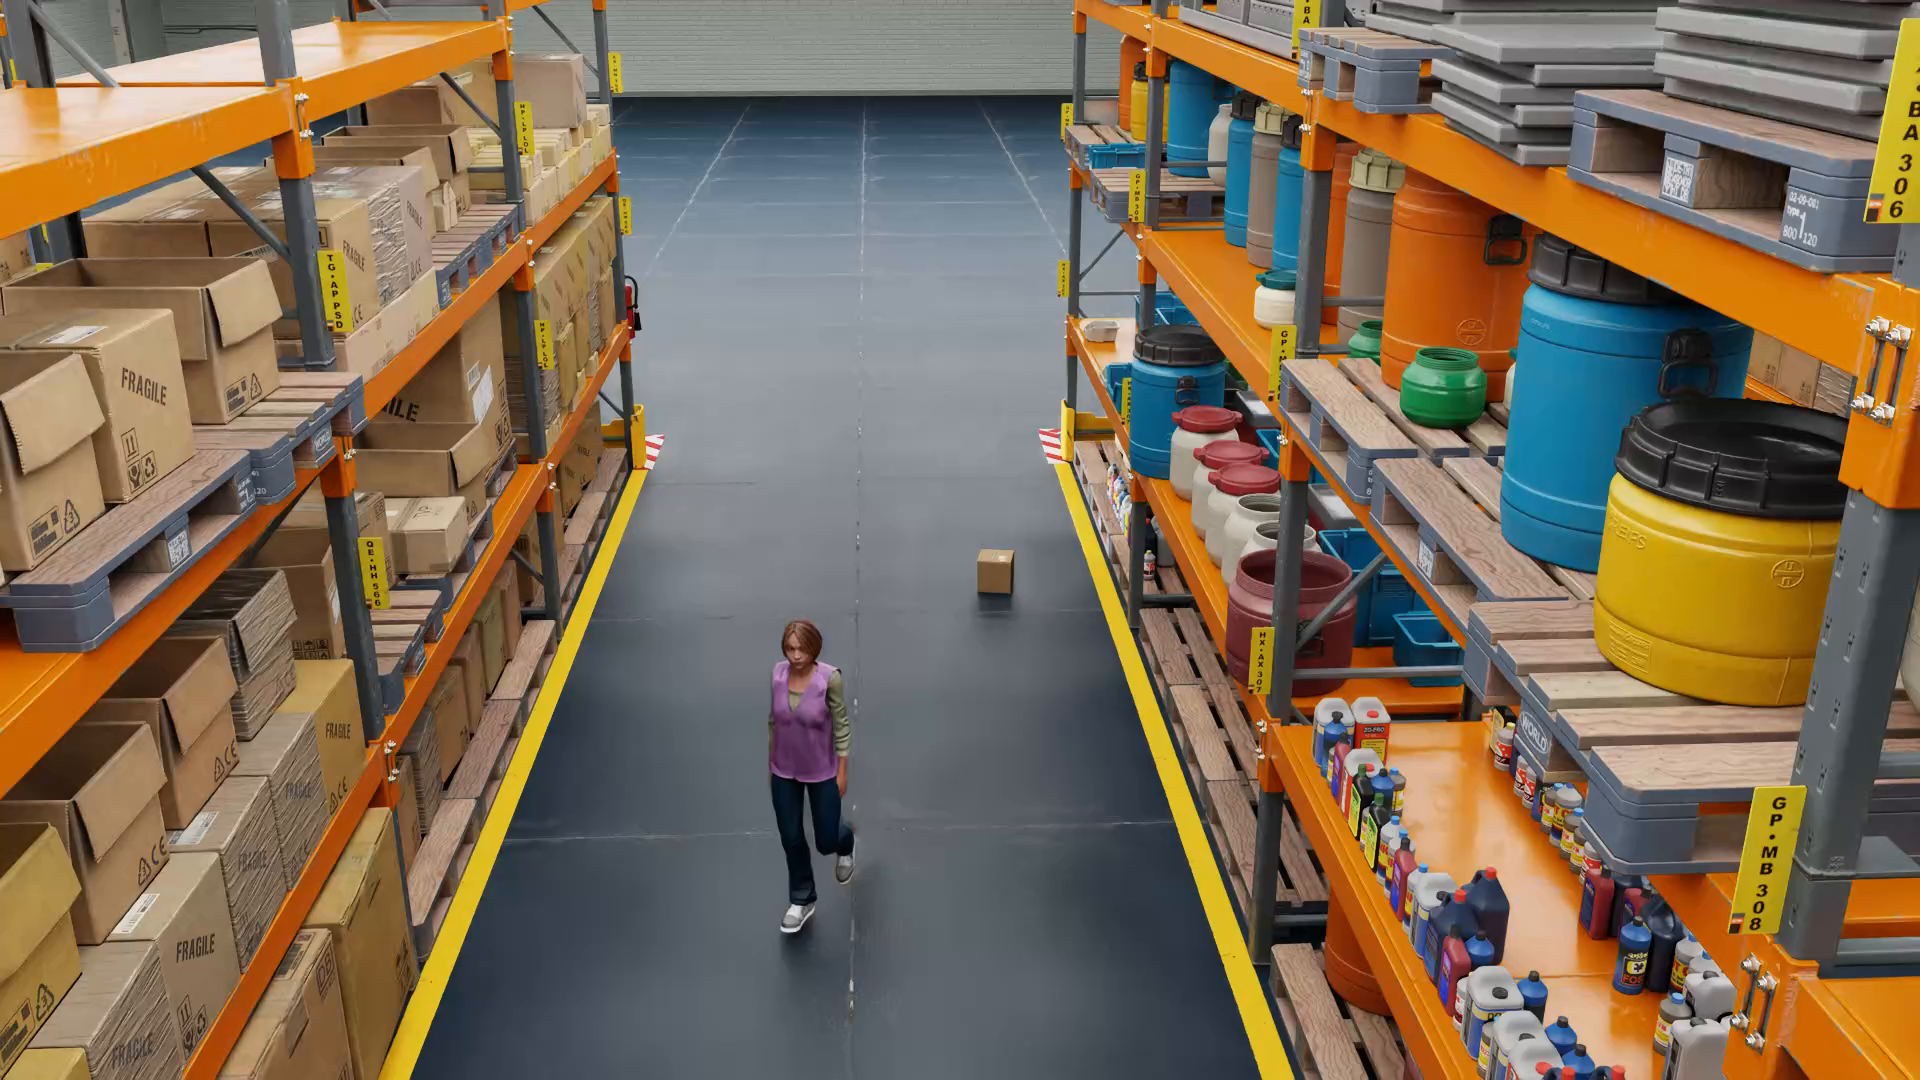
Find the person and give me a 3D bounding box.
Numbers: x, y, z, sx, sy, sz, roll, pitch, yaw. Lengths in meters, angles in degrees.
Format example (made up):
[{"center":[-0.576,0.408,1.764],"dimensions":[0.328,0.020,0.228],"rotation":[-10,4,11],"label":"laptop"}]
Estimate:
[{"center":[-0.745,1.128,8.063],"dimensions":[0.426,1.576,0.474],"rotation":[5,21,14],"label":"person"}]
